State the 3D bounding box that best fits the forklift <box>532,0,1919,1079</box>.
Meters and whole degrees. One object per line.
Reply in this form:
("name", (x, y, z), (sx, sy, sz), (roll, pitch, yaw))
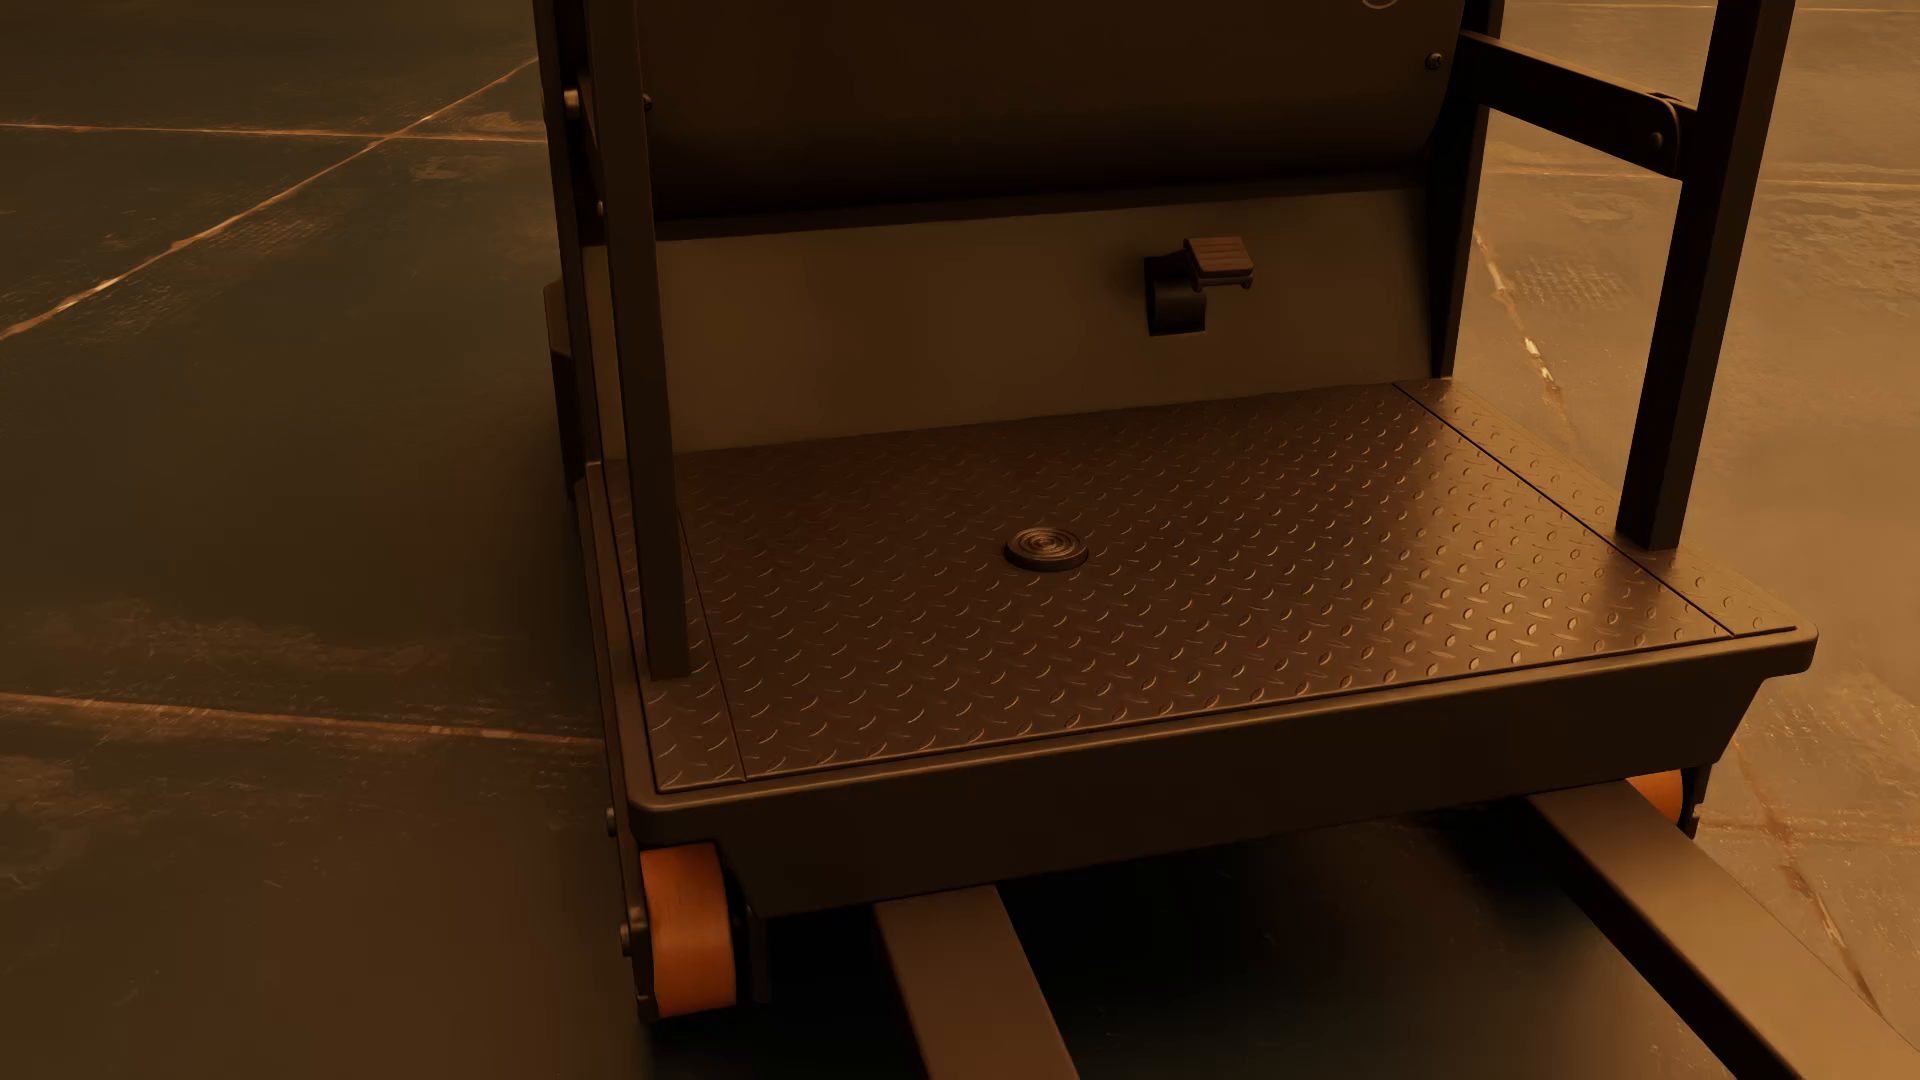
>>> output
("forklift", (0.153, -1.049, 1.319), (1.130, 2.935, 3.031), (-7, 27, -13))
